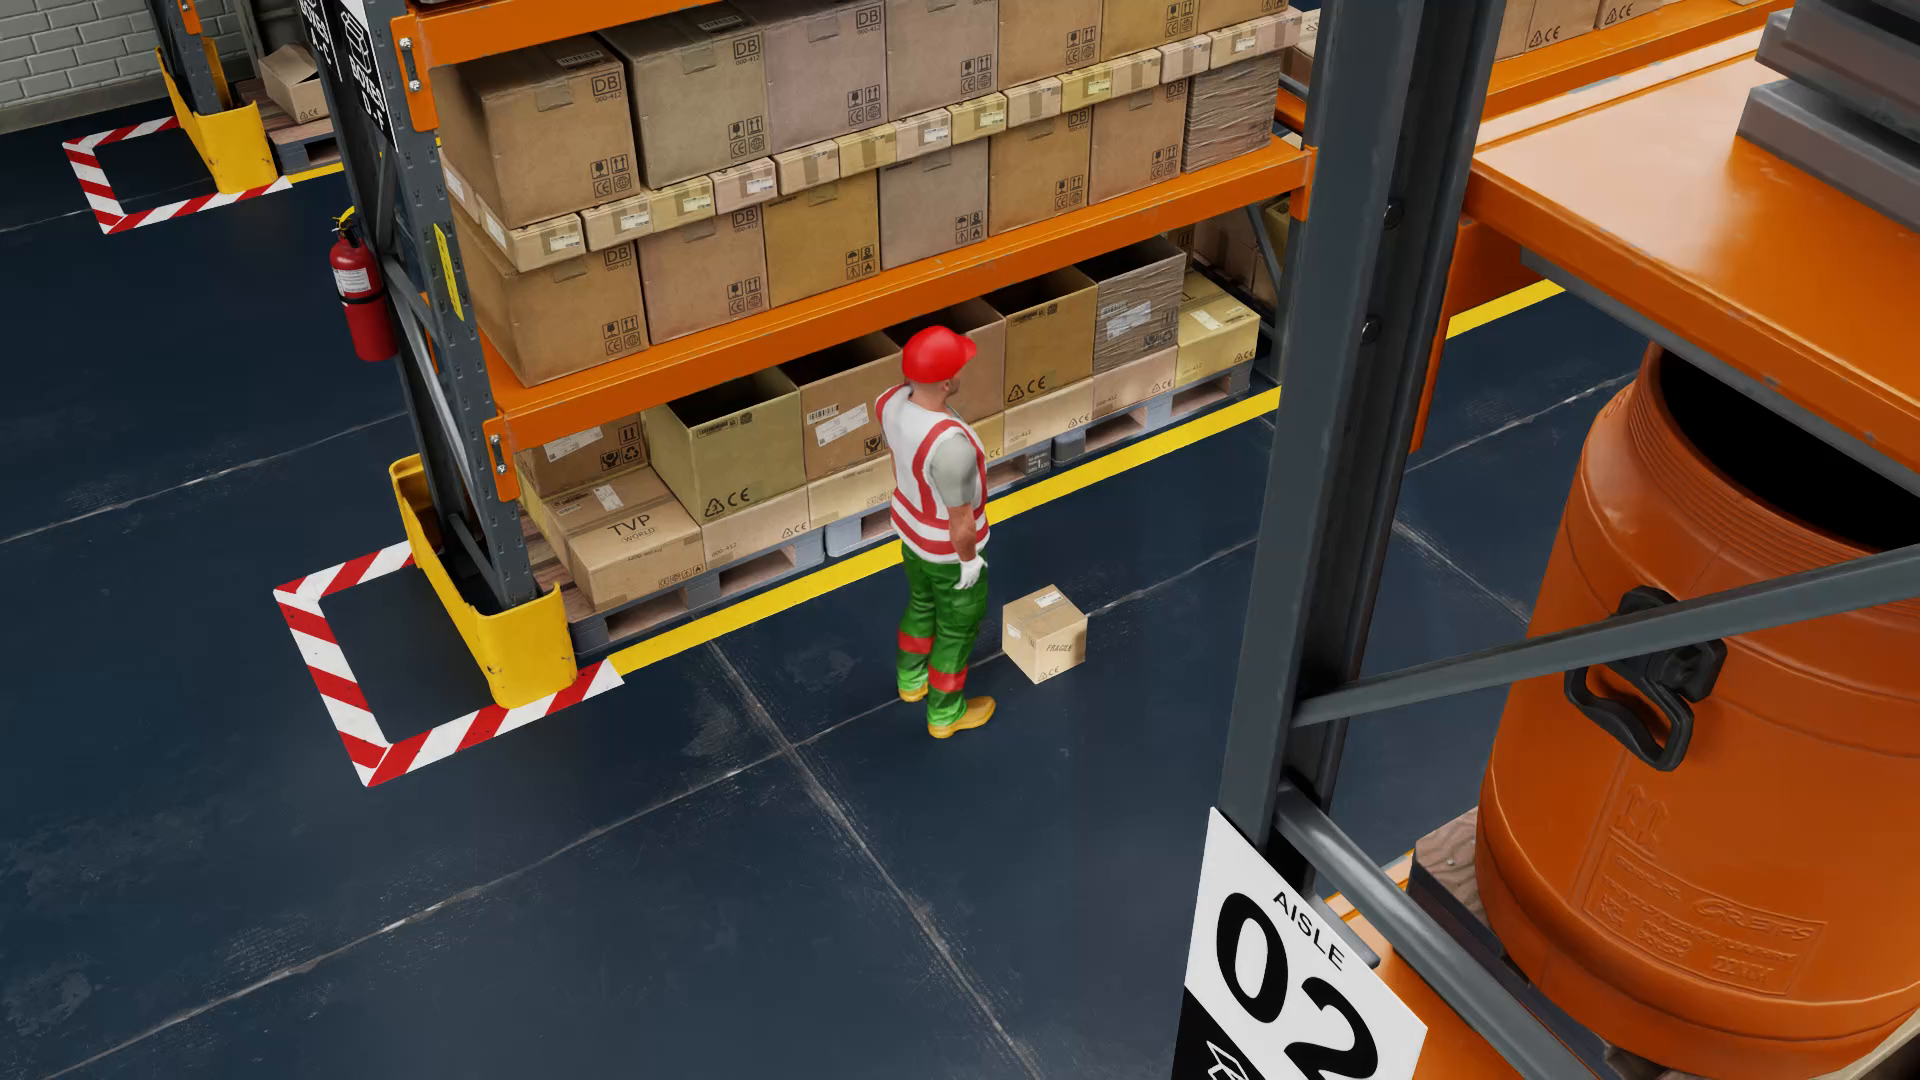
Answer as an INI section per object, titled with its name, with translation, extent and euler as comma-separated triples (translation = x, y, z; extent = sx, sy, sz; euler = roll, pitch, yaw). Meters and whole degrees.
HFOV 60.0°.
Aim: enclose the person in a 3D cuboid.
[person]
translation = -0.079, -0.027, 6.172
extent = 0.338, 1.783, 0.525
euler = -22, 45, -23
